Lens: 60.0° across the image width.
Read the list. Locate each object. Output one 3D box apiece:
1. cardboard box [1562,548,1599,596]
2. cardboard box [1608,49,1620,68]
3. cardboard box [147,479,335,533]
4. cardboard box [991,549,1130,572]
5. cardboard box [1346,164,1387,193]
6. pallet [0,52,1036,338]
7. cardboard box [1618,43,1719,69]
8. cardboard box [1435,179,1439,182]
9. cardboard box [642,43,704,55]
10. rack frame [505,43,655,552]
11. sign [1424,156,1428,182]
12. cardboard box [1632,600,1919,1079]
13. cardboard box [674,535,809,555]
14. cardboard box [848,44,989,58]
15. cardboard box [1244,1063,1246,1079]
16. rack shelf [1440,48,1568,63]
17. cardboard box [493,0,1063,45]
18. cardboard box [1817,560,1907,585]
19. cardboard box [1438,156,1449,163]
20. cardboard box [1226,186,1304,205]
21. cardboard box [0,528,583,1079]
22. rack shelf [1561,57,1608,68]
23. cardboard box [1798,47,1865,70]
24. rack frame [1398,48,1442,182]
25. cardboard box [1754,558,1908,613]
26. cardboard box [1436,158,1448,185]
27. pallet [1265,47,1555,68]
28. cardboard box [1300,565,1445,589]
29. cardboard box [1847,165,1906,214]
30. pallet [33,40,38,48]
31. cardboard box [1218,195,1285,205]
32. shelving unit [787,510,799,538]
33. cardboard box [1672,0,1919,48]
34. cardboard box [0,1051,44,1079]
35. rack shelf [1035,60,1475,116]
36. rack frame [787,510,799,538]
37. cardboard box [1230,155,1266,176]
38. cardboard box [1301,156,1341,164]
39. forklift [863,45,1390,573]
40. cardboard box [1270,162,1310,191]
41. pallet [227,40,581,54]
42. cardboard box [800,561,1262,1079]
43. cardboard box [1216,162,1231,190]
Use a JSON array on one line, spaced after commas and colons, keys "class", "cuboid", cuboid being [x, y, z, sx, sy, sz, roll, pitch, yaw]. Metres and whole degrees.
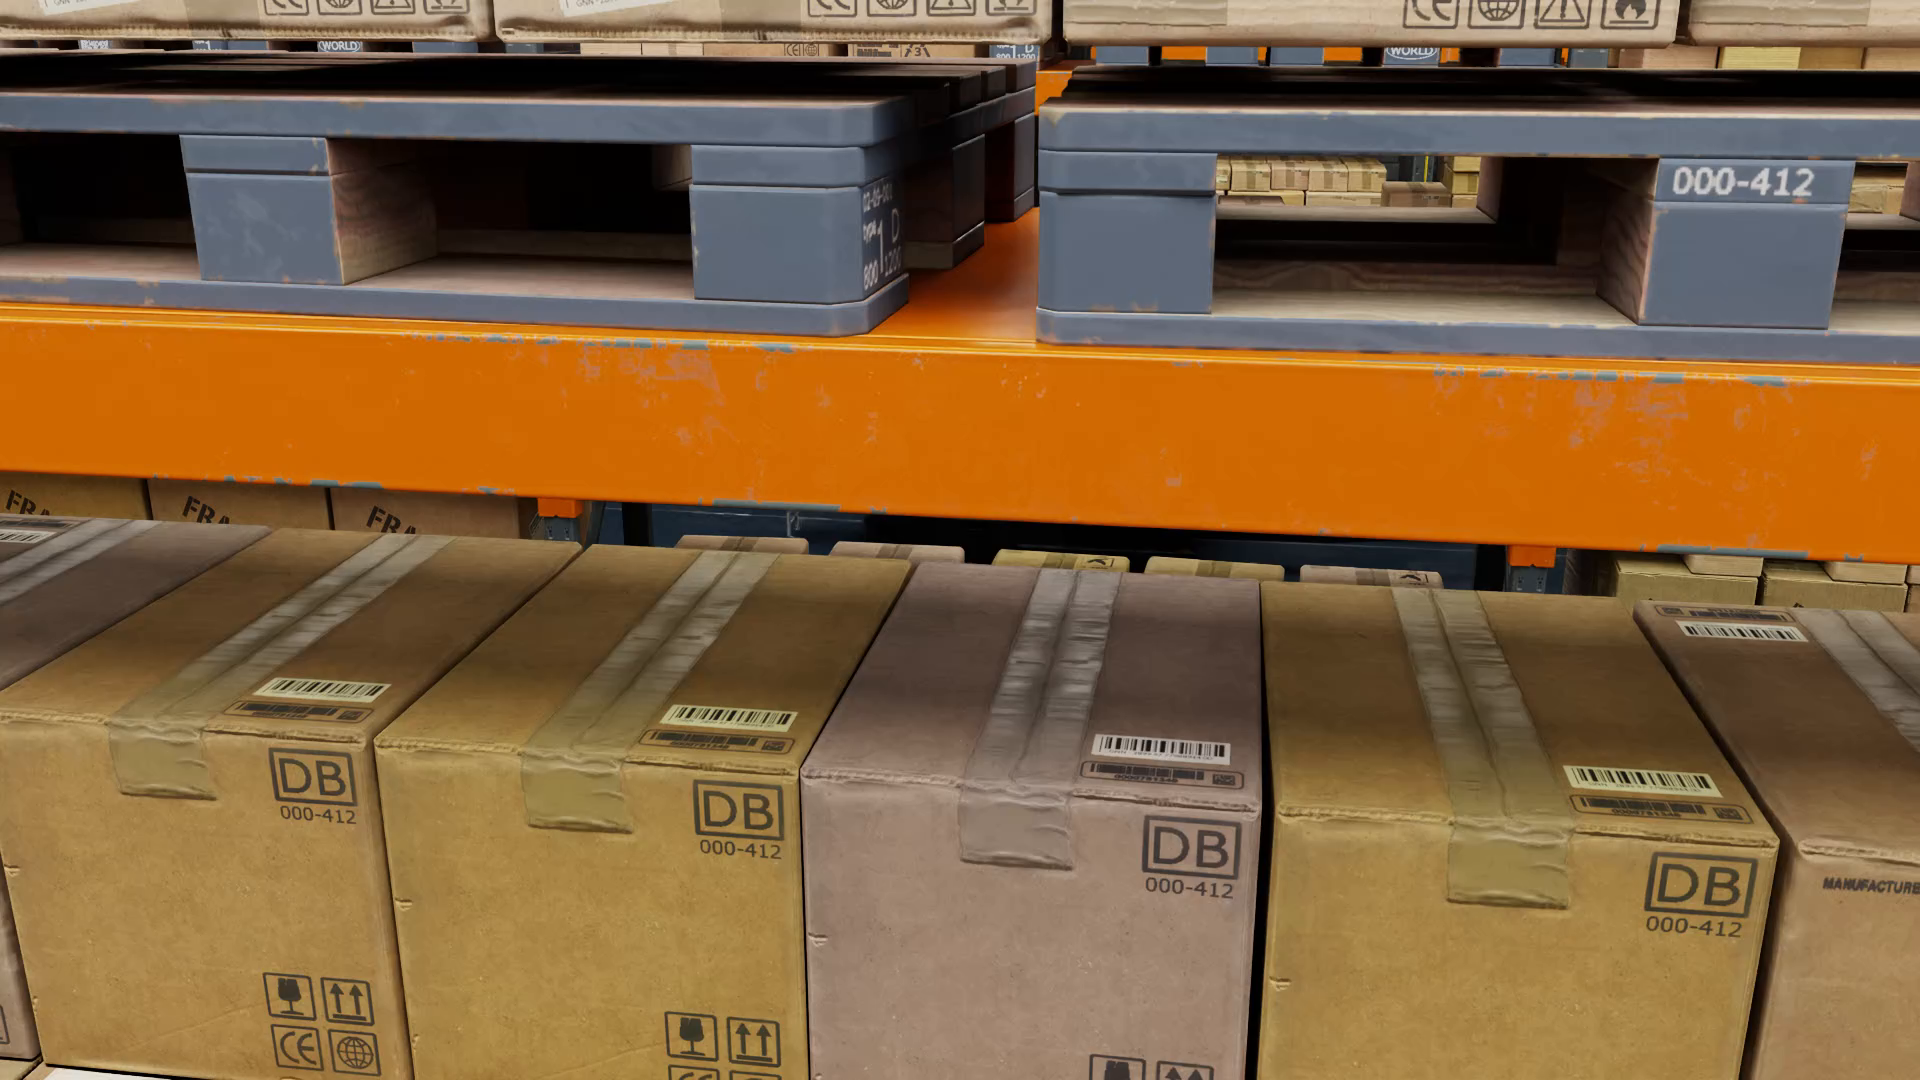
[{"class": "cardboard box", "cuboid": [2.938, 0.123, 7.199, 0.500, 0.500, 0.500, 3, 19, 8]}, {"class": "cardboard box", "cuboid": [2.672, -1.955, 6.588, 0.250, 0.149, 0.380, 3, 19, 9]}, {"class": "cardboard box", "cuboid": [-3.187, -0.072, 7.978, 0.875, 0.875, 0.875, 3, 19, 9]}, {"class": "cardboard box", "cuboid": [0.396, 0.380, 7.421, 0.625, 0.372, 0.950, 4, 19, 10]}, {"class": "cardboard box", "cuboid": [2.722, -2.430, 11.159, 0.250, 0.149, 0.380, 4, 19, 11]}, {"class": "pallet", "cuboid": [-0.575, -0.479, 2.079, 1.213, 0.211, 1.003, 4, 19, 11]}, {"class": "cardboard box", "cuboid": [2.583, -1.782, 6.070, 0.250, 0.149, 0.380, 3, 19, 8]}, {"class": "cardboard box", "cuboid": [3.581, -2.237, 11.604, 0.500, 0.500, 0.500, 3, 19, 8]}, {"class": "cardboard box", "cuboid": [-1.102, -2.050, 6.688, 0.258, 0.266, 0.396, 3, 19, 9]}, {"class": "rack frame", "cuboid": [-1.638, -0.773, 7.387, 0.127, 3.000, 1.000, 3, 19, 9]}, {"class": "sign", "cuboid": [3.018, -2.468, 10.753, 0.005, 0.325, 0.100, 3, 19, 9]}, {"class": "cardboard box", "cuboid": [1.135, 0.439, 2.030, 0.500, 0.500, 0.700, 3, 19, 8]}, {"class": "cardboard box", "cuboid": [-1.082, 0.305, 7.643, 0.625, 0.372, 0.950, 2, 19, 5]}, {"class": "cardboard box", "cuboid": [-0.128, -2.177, 6.692, 0.637, 0.503, 0.797, 3, 19, 9]}, {"class": "cardboard box", "cuboid": [0.569, 0.968, 2.024, 0.500, 0.500, 0.500, 3, 19, 8]}, {"class": "rack shelf", "cuboid": [5.070, -3.108, 10.771, 4.000, 0.370, 1.077, 3, 19, 9]}, {"class": "cardboard box", "cuboid": [-0.140, -0.662, 1.649, 0.500, 0.311, 0.500, 2, 19, 7]}, {"class": "cardboard box", "cuboid": [3.473, 0.034, 6.441, 0.250, 0.149, 0.380, 4, 19, 11]}, {"class": "cardboard box", "cuboid": [3.458, -2.702, 11.503, 0.250, 0.149, 0.380, 3, 19, 9]}, {"class": "cardboard box", "cuboid": [2.061, -2.262, 11.284, 0.500, 0.250, 0.500, 2, 19, 7]}, {"class": "cardboard box", "cuboid": [-0.875, 0.337, 2.336, 0.500, 0.500, 0.700, 3, 19, 8]}, {"class": "rack shelf", "cuboid": [4.286, -1.553, 6.123, 4.000, 0.370, 1.077, 3, 19, 9]}, {"class": "cardboard box", "cuboid": [3.092, -1.774, 6.048, 0.250, 0.149, 0.380, 3, 19, 9]}, {"class": "rack frame", "cuboid": [3.095, -2.127, 11.434, 0.127, 3.000, 1.000, 3, 19, 9]}, {"class": "cardboard box", "cuboid": [3.381, 0.315, 6.625, 0.500, 0.500, 0.500, 4, 19, 11]}, {"class": "cardboard box", "cuboid": [3.453, -2.547, 11.507, 0.250, 0.149, 0.380, 3, 19, 8]}, {"class": "pallet", "cuboid": [1.719, -1.970, 6.532, 1.003, 0.211, 1.213, 3, 19, 9]}, {"class": "cardboard box", "cuboid": [1.793, 0.449, 7.213, 0.625, 0.372, 0.950, 3, 19, 9]}, {"class": "cardboard box", "cuboid": [3.212, -1.112, 6.198, 0.500, 0.500, 0.700, 3, 19, 9]}, {"class": "pallet", "cuboid": [-4.674, -2.276, 7.452, 1.217, 0.209, 0.805, 2, 19, 6]}, {"class": "cardboard box", "cuboid": [1.137, -1.250, 6.503, 0.250, 0.149, 0.380, 2, 19, 7]}, {"class": "shelving unit", "cuboid": [-0.752, -0.597, 9.697, 0.503, 1.200, 0.258, 2, 19, 6]}, {"class": "cardboard box", "cuboid": [0.903, -0.600, 1.558, 0.500, 0.250, 0.500, 3, 19, 9]}, {"class": "cardboard box", "cuboid": [-1.421, 0.867, 2.327, 0.500, 0.500, 0.500, 3, 19, 8]}, {"class": "rack shelf", "cuboid": [0.337, -1.754, 6.725, 4.000, 0.370, 1.077, 3, 19, 9]}, {"class": "rack frame", "cuboid": [-0.994, -0.606, 9.724, 0.015, 1.200, 0.240, 2, 19, 6]}, {"class": "cardboard box", "cuboid": [2.023, -2.616, 11.716, 0.250, 0.149, 0.380, 3, 19, 8]}, {"class": "cardboard box", "cuboid": [2.525, -2.597, 11.658, 0.250, 0.149, 0.380, 2, 19, 7]}, {"class": "forklift", "cuboid": [1.010, -1.352, 9.225, 3.031, 2.935, 1.130, 2, 19, 6]}, {"class": "cardboard box", "cuboid": [2.232, -2.466, 11.267, 0.250, 0.149, 0.380, 3, 19, 9]}, {"class": "pallet", "cuboid": [-2.282, -2.122, 6.989, 1.003, 0.211, 1.213, 4, 19, 11]}, {"class": "cardboard box", "cuboid": [0.128, 0.388, 2.182, 0.500, 0.500, 0.700, 3, 19, 9]}, {"class": "cardboard box", "cuboid": [1.702, -2.471, 11.280, 0.250, 0.149, 0.380, 2, 19, 7]}]
